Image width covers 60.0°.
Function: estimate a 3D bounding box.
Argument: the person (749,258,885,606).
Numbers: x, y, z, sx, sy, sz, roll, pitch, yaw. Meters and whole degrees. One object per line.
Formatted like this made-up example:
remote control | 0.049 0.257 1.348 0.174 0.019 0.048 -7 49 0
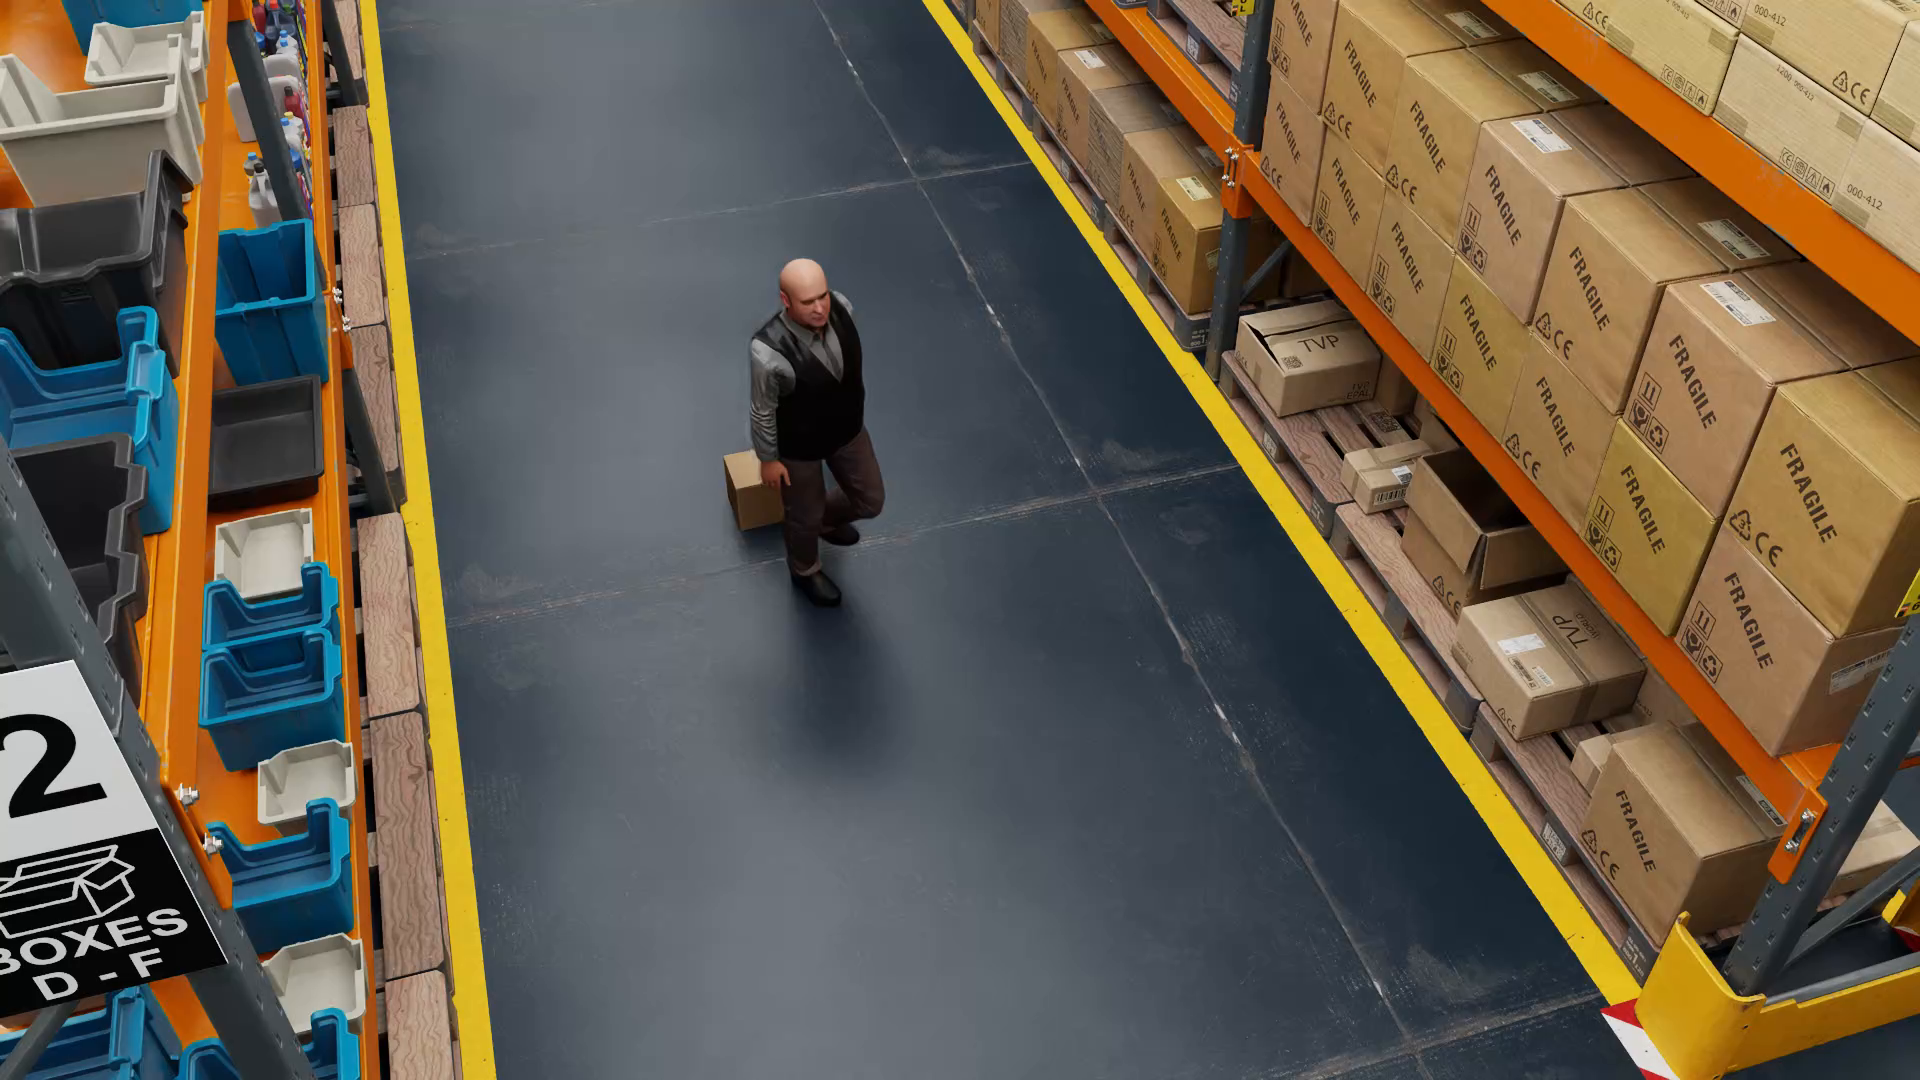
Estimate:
person | -0.614 -0.431 6.644 0.477 1.713 0.578 33 51 31
